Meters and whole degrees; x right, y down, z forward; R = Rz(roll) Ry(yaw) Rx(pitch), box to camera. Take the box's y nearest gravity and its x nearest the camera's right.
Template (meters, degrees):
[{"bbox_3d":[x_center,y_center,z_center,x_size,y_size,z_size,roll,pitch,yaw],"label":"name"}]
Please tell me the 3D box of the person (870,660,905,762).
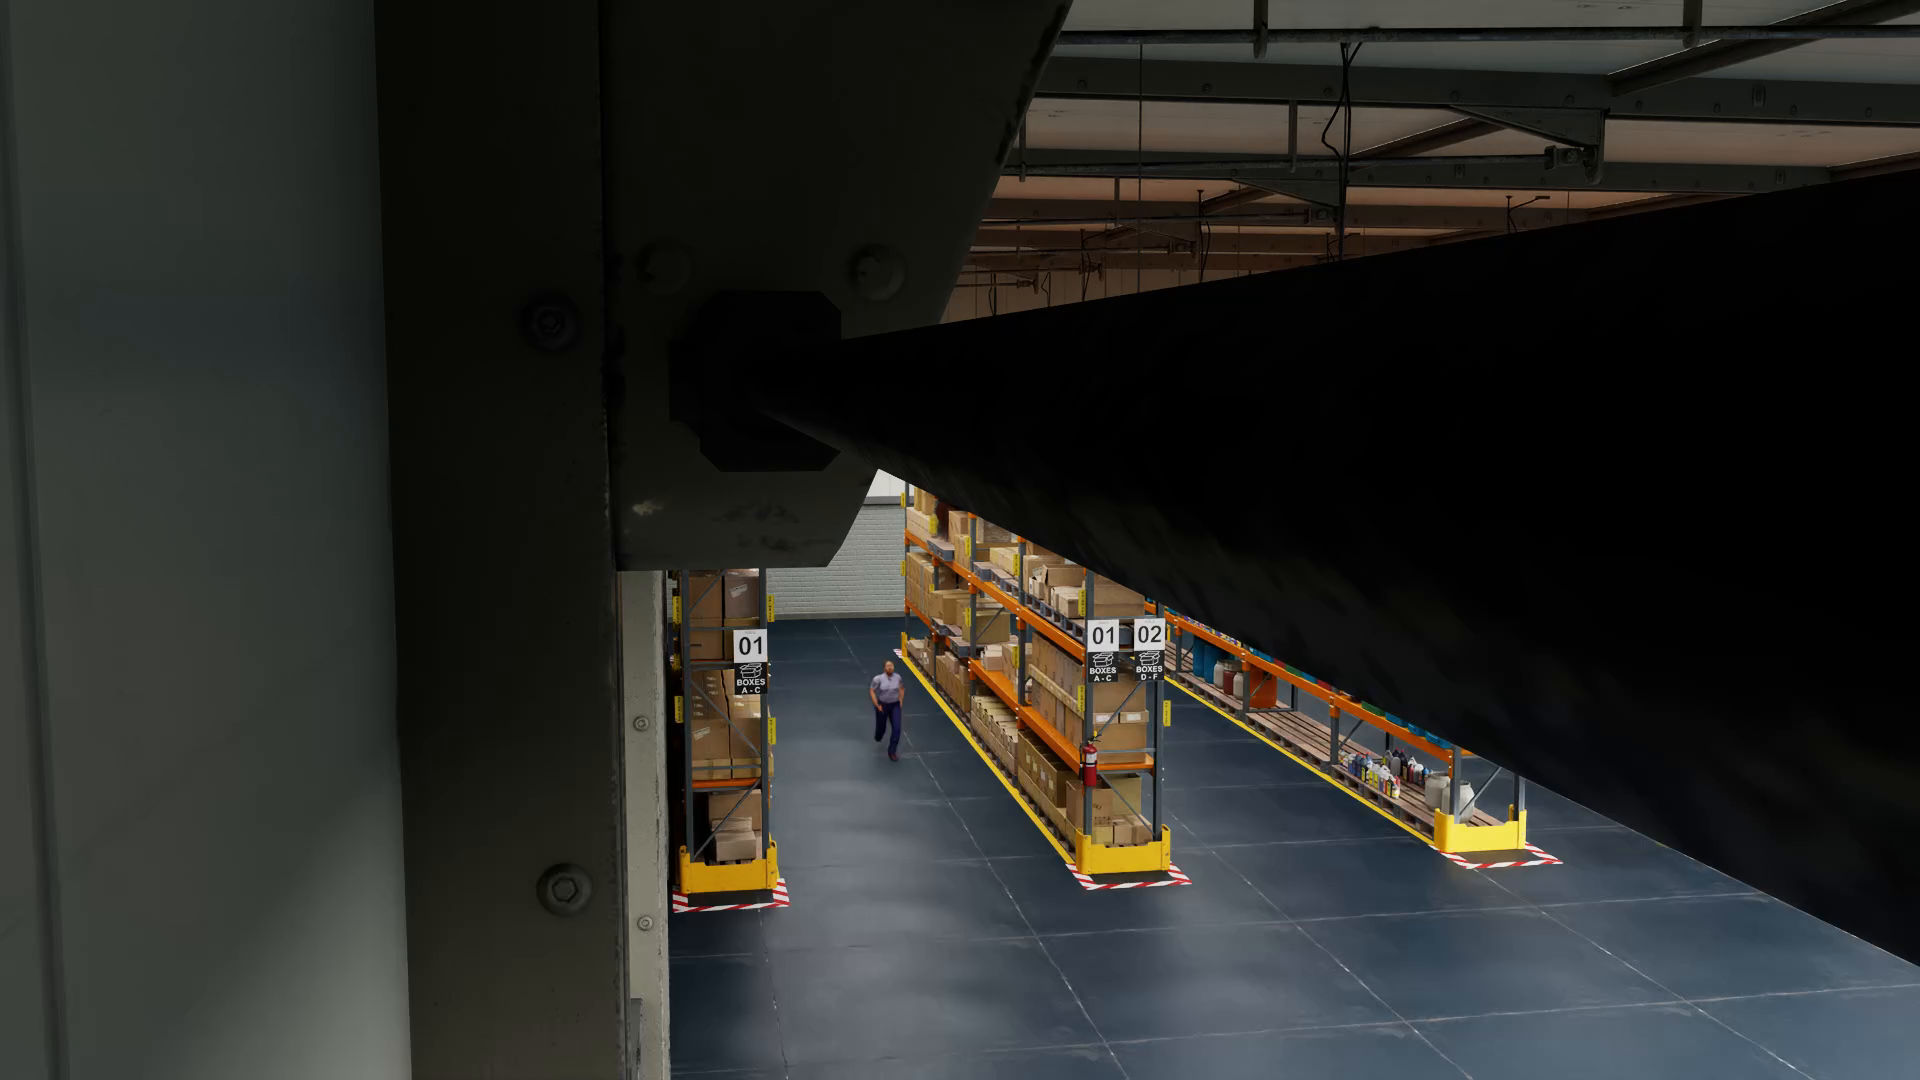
[{"bbox_3d":[-1.170,2.756,27.095,0.605,1.611,0.809,-1,6,-13],"label":"person"}]
